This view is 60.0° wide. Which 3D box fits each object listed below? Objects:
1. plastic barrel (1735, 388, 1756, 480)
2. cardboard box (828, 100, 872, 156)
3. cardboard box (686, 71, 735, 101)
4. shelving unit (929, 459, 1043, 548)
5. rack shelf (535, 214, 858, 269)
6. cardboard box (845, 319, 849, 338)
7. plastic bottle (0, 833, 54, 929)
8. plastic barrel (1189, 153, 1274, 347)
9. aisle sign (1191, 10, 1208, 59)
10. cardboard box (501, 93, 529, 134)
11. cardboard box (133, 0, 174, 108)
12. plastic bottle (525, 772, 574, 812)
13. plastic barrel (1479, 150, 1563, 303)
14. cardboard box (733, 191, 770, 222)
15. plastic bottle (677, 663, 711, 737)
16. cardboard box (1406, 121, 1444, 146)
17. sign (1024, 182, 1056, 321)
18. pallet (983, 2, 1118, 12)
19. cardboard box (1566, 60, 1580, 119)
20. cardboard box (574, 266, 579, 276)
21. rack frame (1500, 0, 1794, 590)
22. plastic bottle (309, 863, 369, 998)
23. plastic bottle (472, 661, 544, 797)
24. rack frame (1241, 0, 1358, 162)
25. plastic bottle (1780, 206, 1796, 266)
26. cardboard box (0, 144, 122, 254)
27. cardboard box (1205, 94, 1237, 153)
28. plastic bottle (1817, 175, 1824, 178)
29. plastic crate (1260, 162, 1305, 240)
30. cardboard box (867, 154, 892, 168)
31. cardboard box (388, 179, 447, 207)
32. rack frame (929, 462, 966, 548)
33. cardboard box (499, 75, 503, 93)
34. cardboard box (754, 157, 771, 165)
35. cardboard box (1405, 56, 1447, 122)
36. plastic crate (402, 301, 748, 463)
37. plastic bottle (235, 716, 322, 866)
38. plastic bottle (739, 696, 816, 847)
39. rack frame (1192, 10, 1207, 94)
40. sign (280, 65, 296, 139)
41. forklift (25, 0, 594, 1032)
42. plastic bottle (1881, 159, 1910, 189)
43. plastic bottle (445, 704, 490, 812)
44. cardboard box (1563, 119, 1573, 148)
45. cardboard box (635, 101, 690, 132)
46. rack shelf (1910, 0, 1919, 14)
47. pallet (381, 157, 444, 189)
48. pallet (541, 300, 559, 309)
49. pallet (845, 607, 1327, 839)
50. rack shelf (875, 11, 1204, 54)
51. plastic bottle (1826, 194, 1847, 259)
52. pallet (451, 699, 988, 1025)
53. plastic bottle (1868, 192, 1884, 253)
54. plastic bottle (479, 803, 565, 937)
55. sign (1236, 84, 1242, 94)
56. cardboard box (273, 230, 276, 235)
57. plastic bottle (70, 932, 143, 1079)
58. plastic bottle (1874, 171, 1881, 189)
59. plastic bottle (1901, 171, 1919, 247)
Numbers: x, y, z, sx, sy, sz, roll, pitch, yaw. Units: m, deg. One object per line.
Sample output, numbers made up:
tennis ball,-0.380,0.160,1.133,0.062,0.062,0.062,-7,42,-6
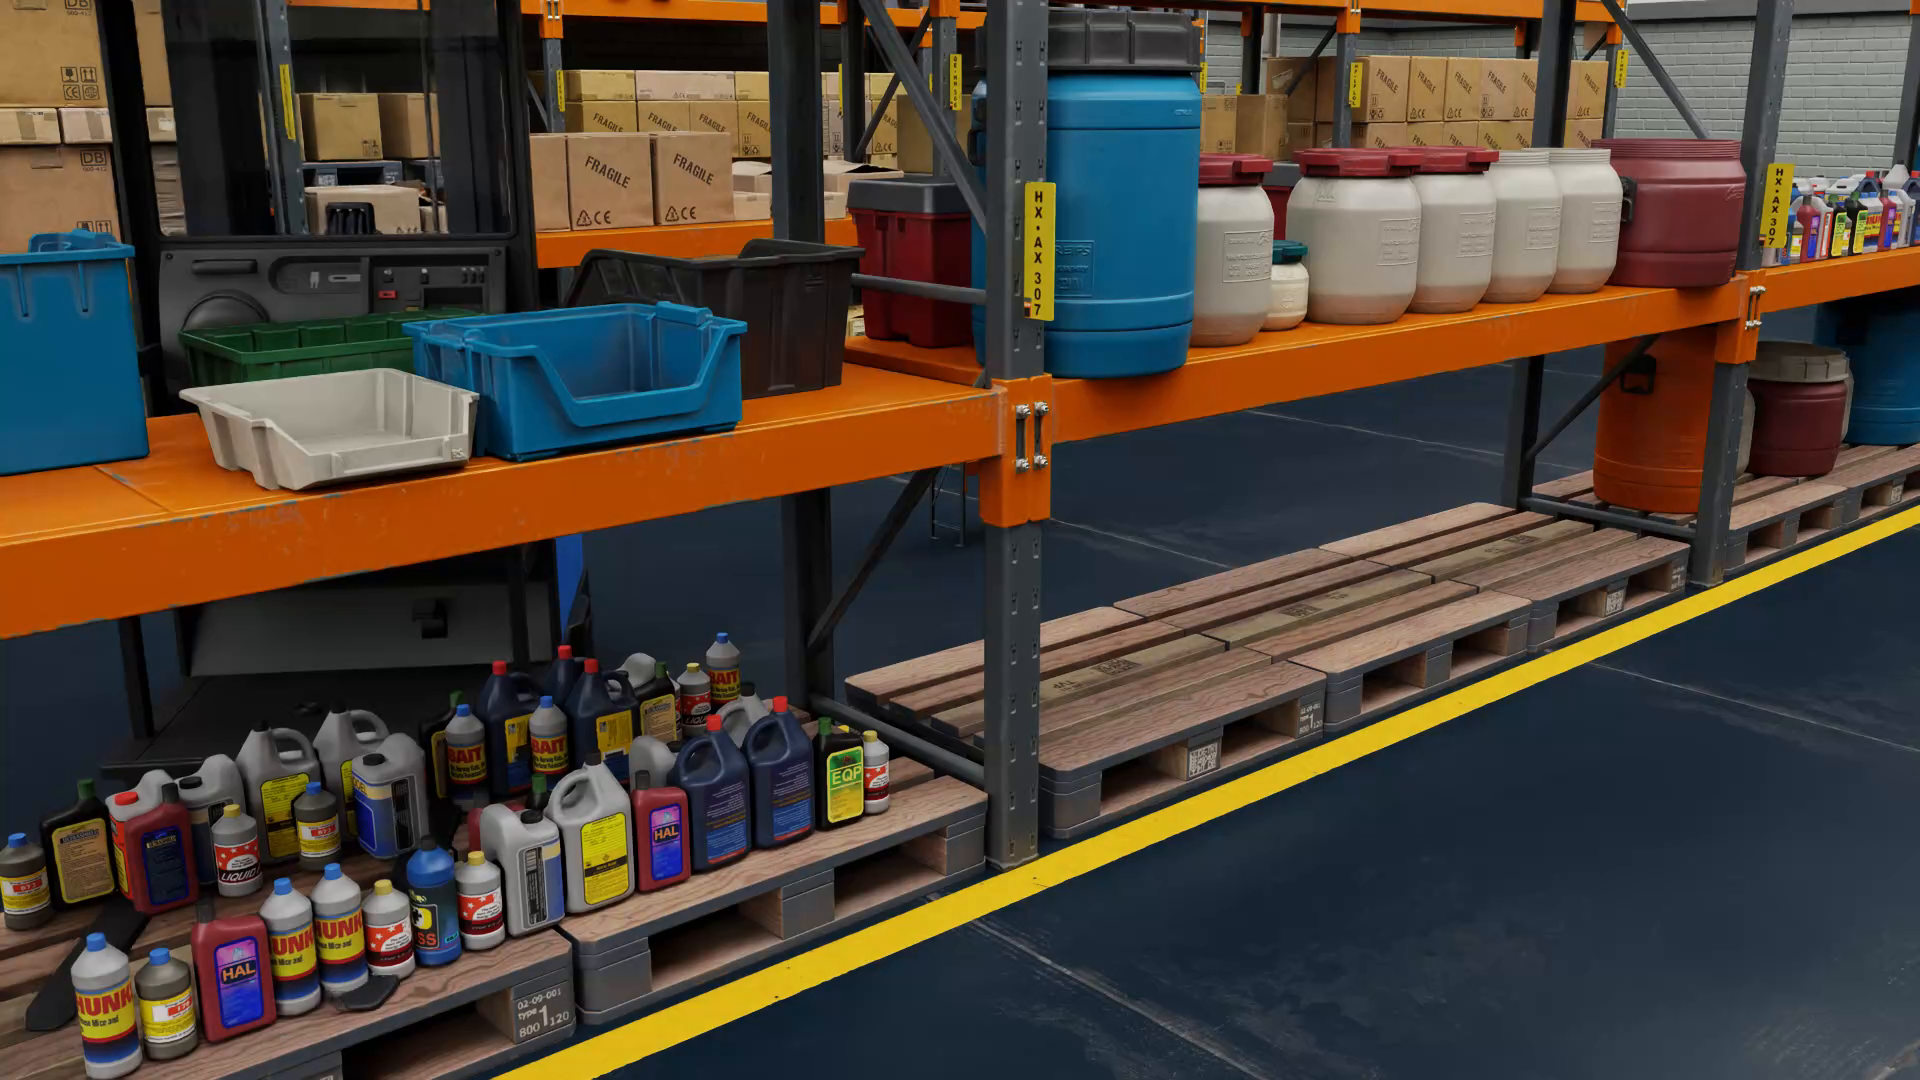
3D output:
plastic barrel,3.581,-0.547,7.994,0.421,0.512,0.421,0,15,0
cardboard box,-1.191,-3.940,15.877,0.500,0.500,0.500,-12,19,-39
cardboard box,-2.356,-4.043,14.812,0.500,0.250,0.500,-12,19,-39
shelving unit,0.125,-0.608,7.700,0.503,1.200,0.258,-13,19,-39
rack shelf,-1.902,-1.626,9.418,4.000,0.370,1.077,-13,19,-39
cardboard box,-1.014,-1.232,9.976,0.500,0.311,0.500,-13,20,-40
plastic bottle,-2.082,0.751,3.696,0.097,0.201,0.097,0,15,0
plastic barrel,0.704,-0.855,4.873,0.433,0.535,0.433,0,15,0
aisle sign,2.639,-5.841,18.767,0.004,0.787,0.394,-13,19,-39
cardboard box,-3.996,-3.455,13.826,0.700,0.500,0.500,13,20,40
cardboard box,-3.741,-2.233,7.590,0.500,0.500,0.700,-13,19,-39
plastic bottle,-0.933,0.667,3.851,0.133,0.283,0.061,-13,19,-39
plastic barrel,1.902,-1.114,5.891,0.421,0.512,0.421,0,15,0
cardboard box,-1.318,-1.964,9.776,0.250,0.149,0.380,-11,18,-35
plastic bottle,-0.766,0.456,4.801,0.097,0.201,0.097,0,15,0
cardboard box,3.572,-3.159,13.569,0.500,0.500,0.500,-12,19,-38
sign,0.191,-0.694,4.000,0.005,0.325,0.100,-13,19,-39
pallet,0.914,-5.702,17.643,1.213,0.211,1.003,-13,19,-39
cardboard box,5.106,-3.984,14.721,0.500,0.500,0.500,-12,19,-38
cardboard box,-3.007,-2.539,14.795,0.750,0.750,0.750,-13,20,-40
rack frame,2.856,-1.347,6.981,0.127,3.000,1.000,-13,19,-39
plastic bottle,-1.273,0.792,3.406,0.097,0.271,0.097,0,15,0
plastic bottle,-1.185,0.486,4.400,0.185,0.351,0.144,-14,20,-42
rack frame,2.625,-2.990,13.130,0.127,3.000,1.000,-13,19,-39
plastic bottle,3.500,-1.310,7.090,0.097,0.271,0.097,0,15,0
cardboard box,-4.135,-1.516,7.418,0.500,0.500,0.700,-13,20,-40
cardboard box,1.643,-3.075,12.443,0.500,0.500,0.700,-9,17,-31
plastic bottle,4.647,-1.839,9.048,0.133,0.283,0.061,-13,19,-39
plastic crate,1.436,-1.164,6.171,0.583,0.464,0.402,-13,19,-39
cardboard box,-0.874,-3.682,16.170,0.250,0.149,0.380,-12,19,-38
cardboard box,-2.868,-1.754,8.765,0.258,0.266,0.396,-13,20,-41
rack frame,-0.059,-0.566,7.545,0.015,1.200,0.240,-13,19,-39
cardboard box,-3.888,-3.786,13.807,0.380,0.149,0.250,13,20,40
cardboard box,-1.894,-3.480,15.413,0.250,0.149,0.380,-12,19,-38
cardboard box,3.554,-3.634,13.410,0.500,0.500,0.500,-13,20,-41
plastic crate,-0.818,-0.357,3.563,0.616,0.251,0.499,-13,19,-39
plastic bottle,-1.646,0.589,4.012,0.185,0.351,0.144,-12,19,-37
plastic bottle,-0.458,0.563,4.111,0.185,0.351,0.144,-13,20,-41
rack frame,2.388,-4.631,19.275,0.127,3.000,1.000,-13,19,-39
sign,-3.045,-1.983,7.531,0.005,0.325,0.100,-13,19,-39
forklift,-1.713,-0.635,4.447,1.130,2.935,3.031,-2,15,-7
plastic bottle,5.365,-1.998,9.511,0.185,0.351,0.144,-13,19,-39
plastic bottle,-1.272,0.556,4.290,0.097,0.271,0.097,0,15,0
cardboard box,5.094,-3.498,14.840,0.500,0.500,0.500,-12,19,-39
cardboard box,-2.712,-3.597,14.594,0.500,0.500,0.500,-12,19,-38
rack shelf,4.365,-2.788,7.955,4.000,0.370,1.077,-13,19,-39
pallet,-4.115,-3.042,13.697,1.003,0.211,1.213,-13,19,-39
pallet,-3.003,-2.048,15.006,1.213,0.211,1.003,-13,19,-39
pallet,0.405,0.537,5.330,1.213,0.211,1.003,-13,19,-39
rack shelf,0.879,-5.394,17.712,4.000,0.370,1.077,-13,19,-39
plastic bottle,3.875,-1.393,7.380,0.133,0.283,0.061,-13,19,-39
pallet,-0.696,0.783,4.408,1.213,0.211,1.003,-13,19,-39
plastic bottle,4.197,-1.466,7.676,0.097,0.271,0.097,0,15,0
plastic bottle,-0.972,0.713,3.694,0.135,0.276,0.152,-12,19,-38
sign,2.263,-3.512,13.409,0.005,0.325,0.100,-13,19,-39
cardboard box,-5.401,-2.257,12.927,0.500,0.250,0.500,-13,20,-41
plastic bottle,-1.607,0.867,3.125,0.097,0.271,0.097,0,15,0
plastic bottle,5.216,-1.967,9.526,0.133,0.283,0.061,-13,19,-39
plastic bottle,4.564,-1.595,8.004,0.185,0.351,0.144,-13,19,-39
